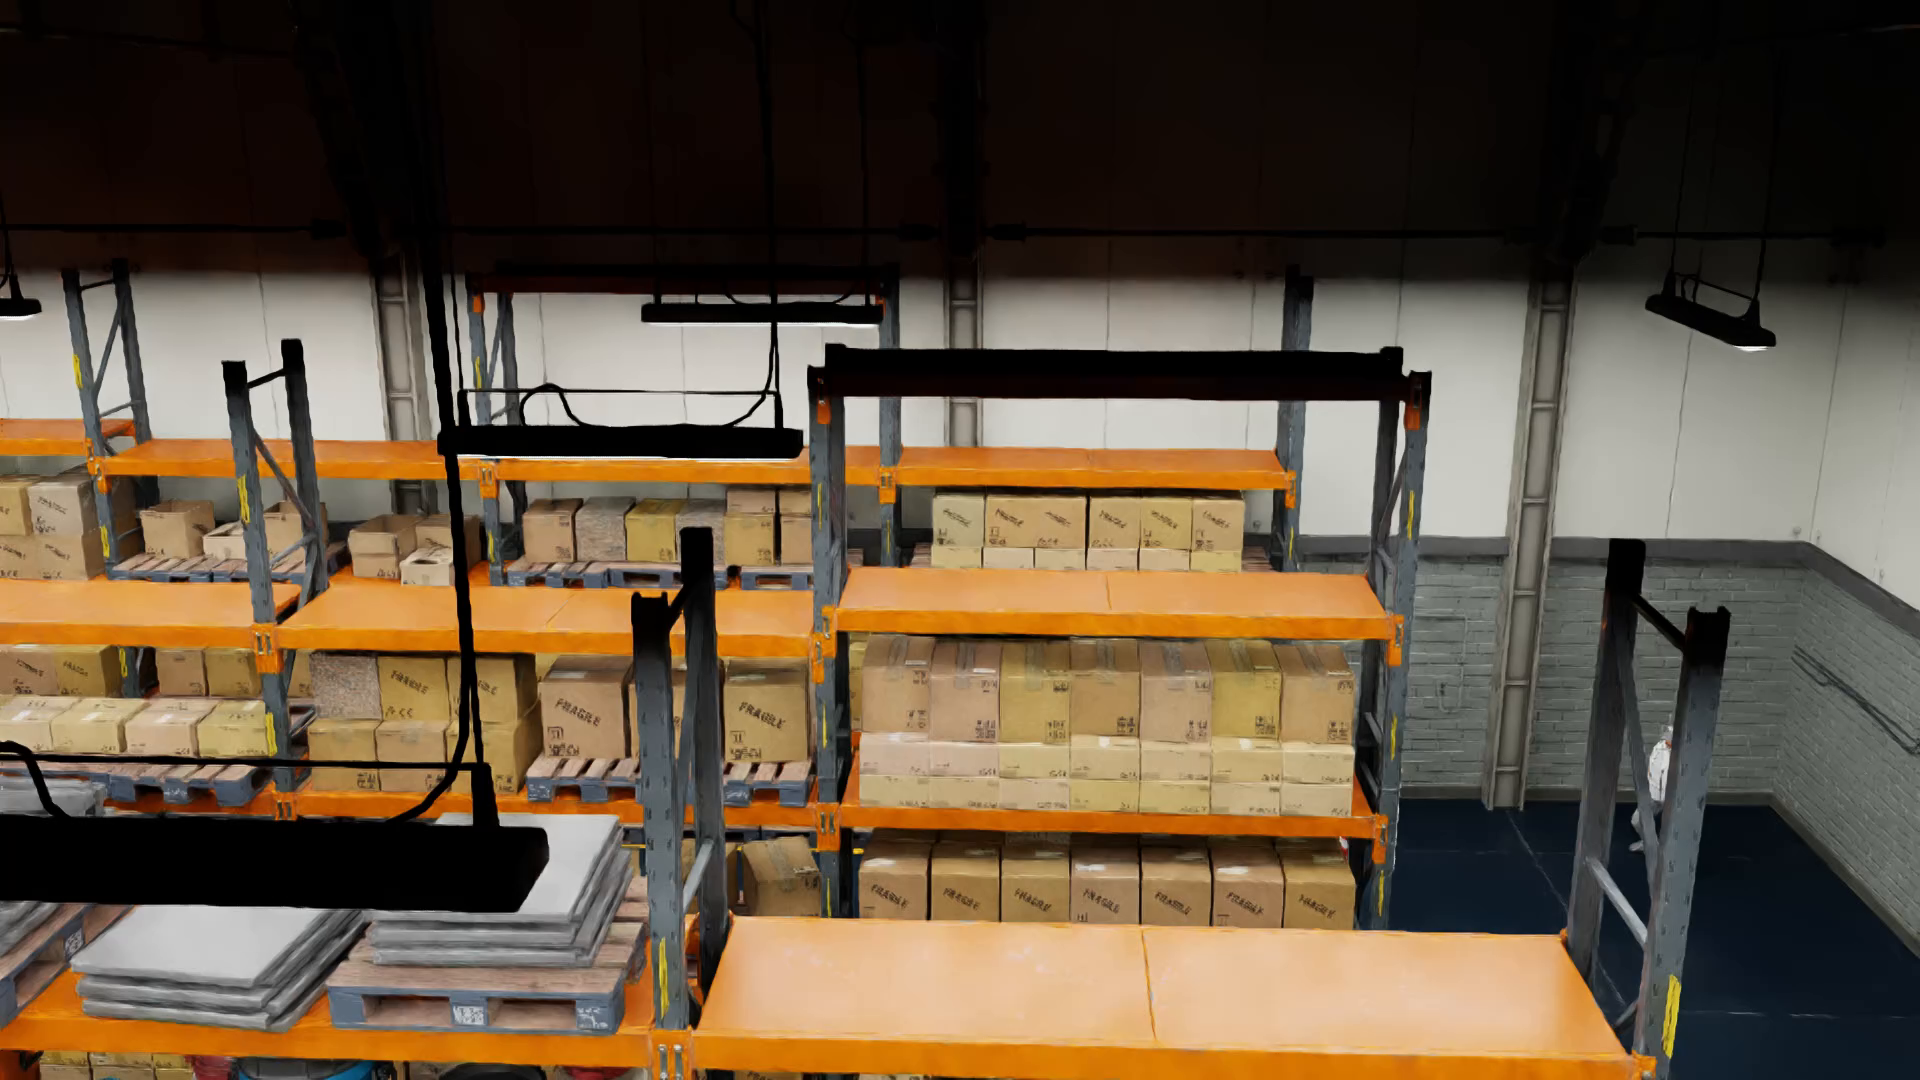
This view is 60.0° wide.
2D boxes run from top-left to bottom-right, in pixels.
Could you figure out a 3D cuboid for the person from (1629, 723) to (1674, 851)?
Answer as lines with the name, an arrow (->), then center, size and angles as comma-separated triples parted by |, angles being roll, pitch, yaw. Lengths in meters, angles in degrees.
person -> 7.102, 2.563, 16.824 | 0.536, 1.656, 0.674 | -12, 20, -36
